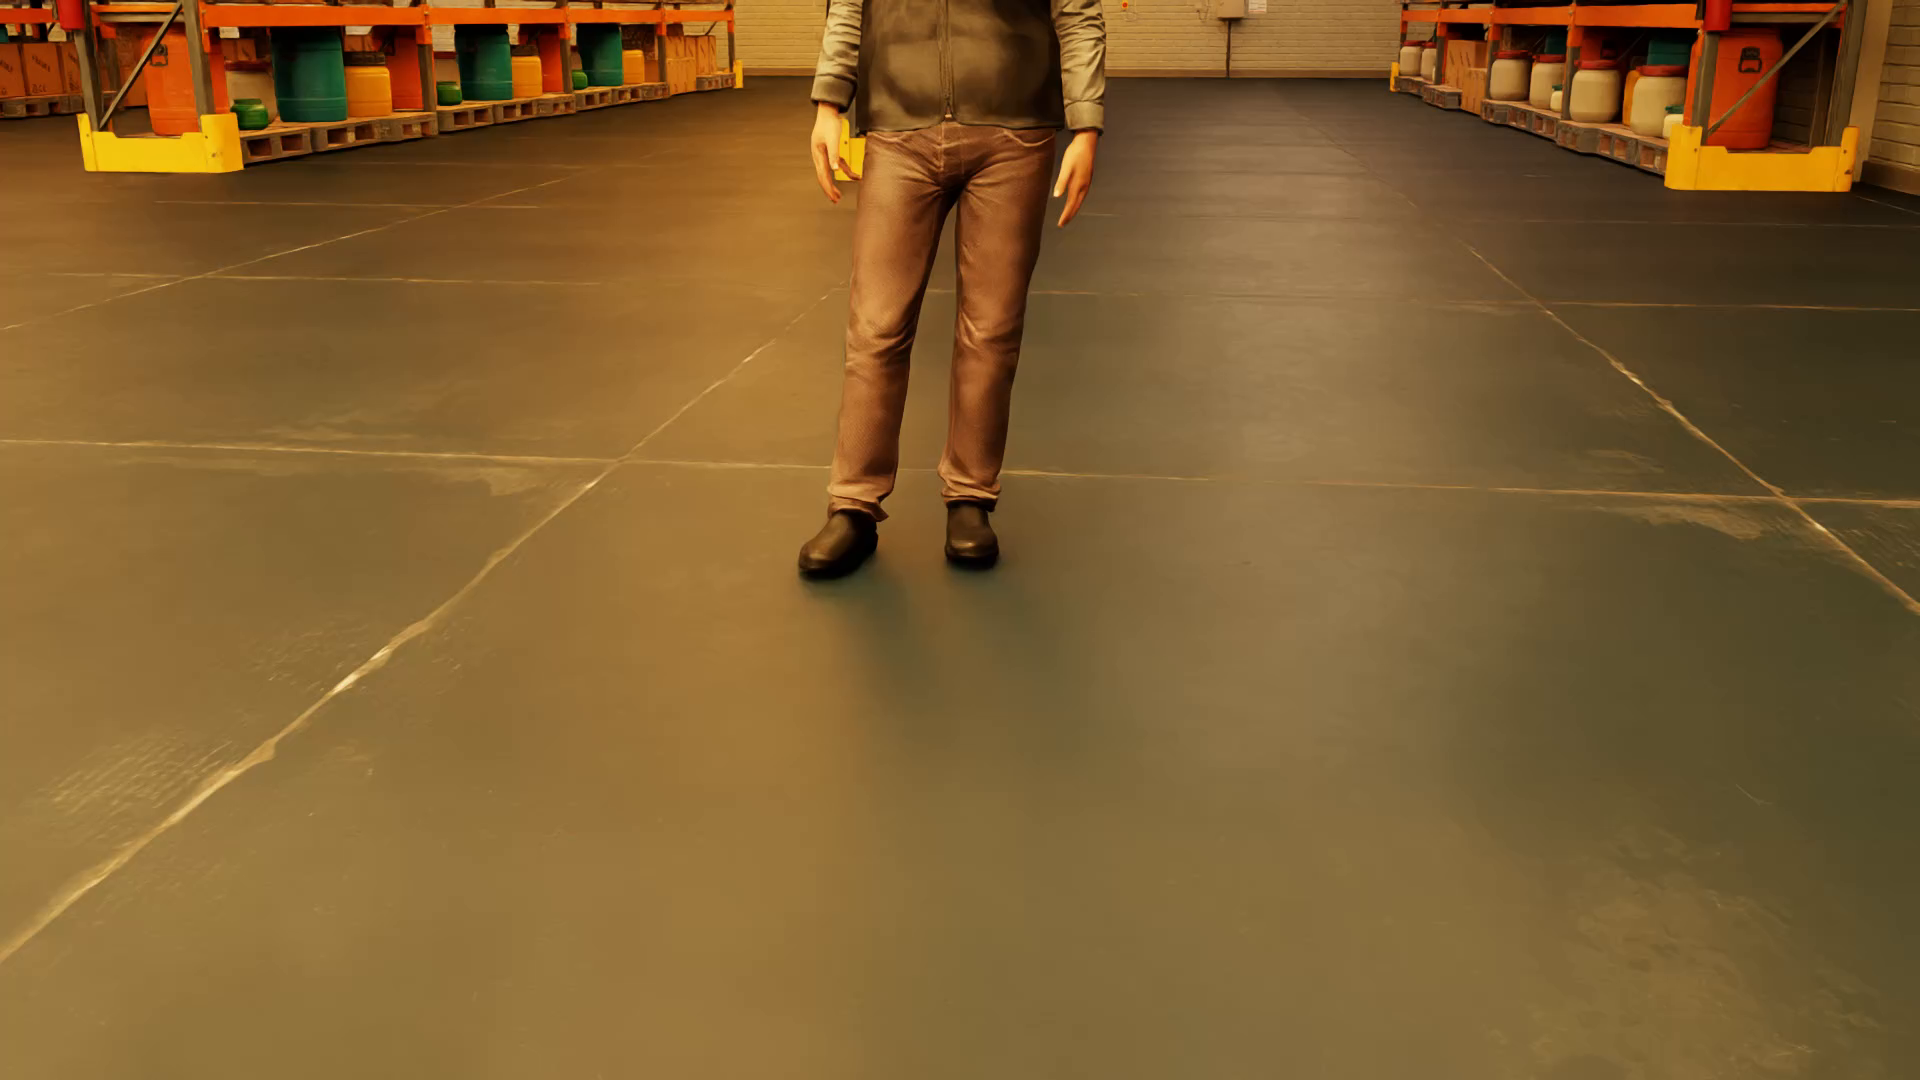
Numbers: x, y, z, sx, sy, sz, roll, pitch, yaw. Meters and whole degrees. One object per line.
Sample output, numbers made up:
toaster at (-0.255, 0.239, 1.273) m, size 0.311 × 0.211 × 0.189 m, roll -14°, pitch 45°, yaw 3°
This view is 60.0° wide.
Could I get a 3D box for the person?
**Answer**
person at (-0.016, -0.810, 3.508) m, size 0.632 × 1.720 × 0.568 m, roll 2°, pitch 18°, yaw 7°
